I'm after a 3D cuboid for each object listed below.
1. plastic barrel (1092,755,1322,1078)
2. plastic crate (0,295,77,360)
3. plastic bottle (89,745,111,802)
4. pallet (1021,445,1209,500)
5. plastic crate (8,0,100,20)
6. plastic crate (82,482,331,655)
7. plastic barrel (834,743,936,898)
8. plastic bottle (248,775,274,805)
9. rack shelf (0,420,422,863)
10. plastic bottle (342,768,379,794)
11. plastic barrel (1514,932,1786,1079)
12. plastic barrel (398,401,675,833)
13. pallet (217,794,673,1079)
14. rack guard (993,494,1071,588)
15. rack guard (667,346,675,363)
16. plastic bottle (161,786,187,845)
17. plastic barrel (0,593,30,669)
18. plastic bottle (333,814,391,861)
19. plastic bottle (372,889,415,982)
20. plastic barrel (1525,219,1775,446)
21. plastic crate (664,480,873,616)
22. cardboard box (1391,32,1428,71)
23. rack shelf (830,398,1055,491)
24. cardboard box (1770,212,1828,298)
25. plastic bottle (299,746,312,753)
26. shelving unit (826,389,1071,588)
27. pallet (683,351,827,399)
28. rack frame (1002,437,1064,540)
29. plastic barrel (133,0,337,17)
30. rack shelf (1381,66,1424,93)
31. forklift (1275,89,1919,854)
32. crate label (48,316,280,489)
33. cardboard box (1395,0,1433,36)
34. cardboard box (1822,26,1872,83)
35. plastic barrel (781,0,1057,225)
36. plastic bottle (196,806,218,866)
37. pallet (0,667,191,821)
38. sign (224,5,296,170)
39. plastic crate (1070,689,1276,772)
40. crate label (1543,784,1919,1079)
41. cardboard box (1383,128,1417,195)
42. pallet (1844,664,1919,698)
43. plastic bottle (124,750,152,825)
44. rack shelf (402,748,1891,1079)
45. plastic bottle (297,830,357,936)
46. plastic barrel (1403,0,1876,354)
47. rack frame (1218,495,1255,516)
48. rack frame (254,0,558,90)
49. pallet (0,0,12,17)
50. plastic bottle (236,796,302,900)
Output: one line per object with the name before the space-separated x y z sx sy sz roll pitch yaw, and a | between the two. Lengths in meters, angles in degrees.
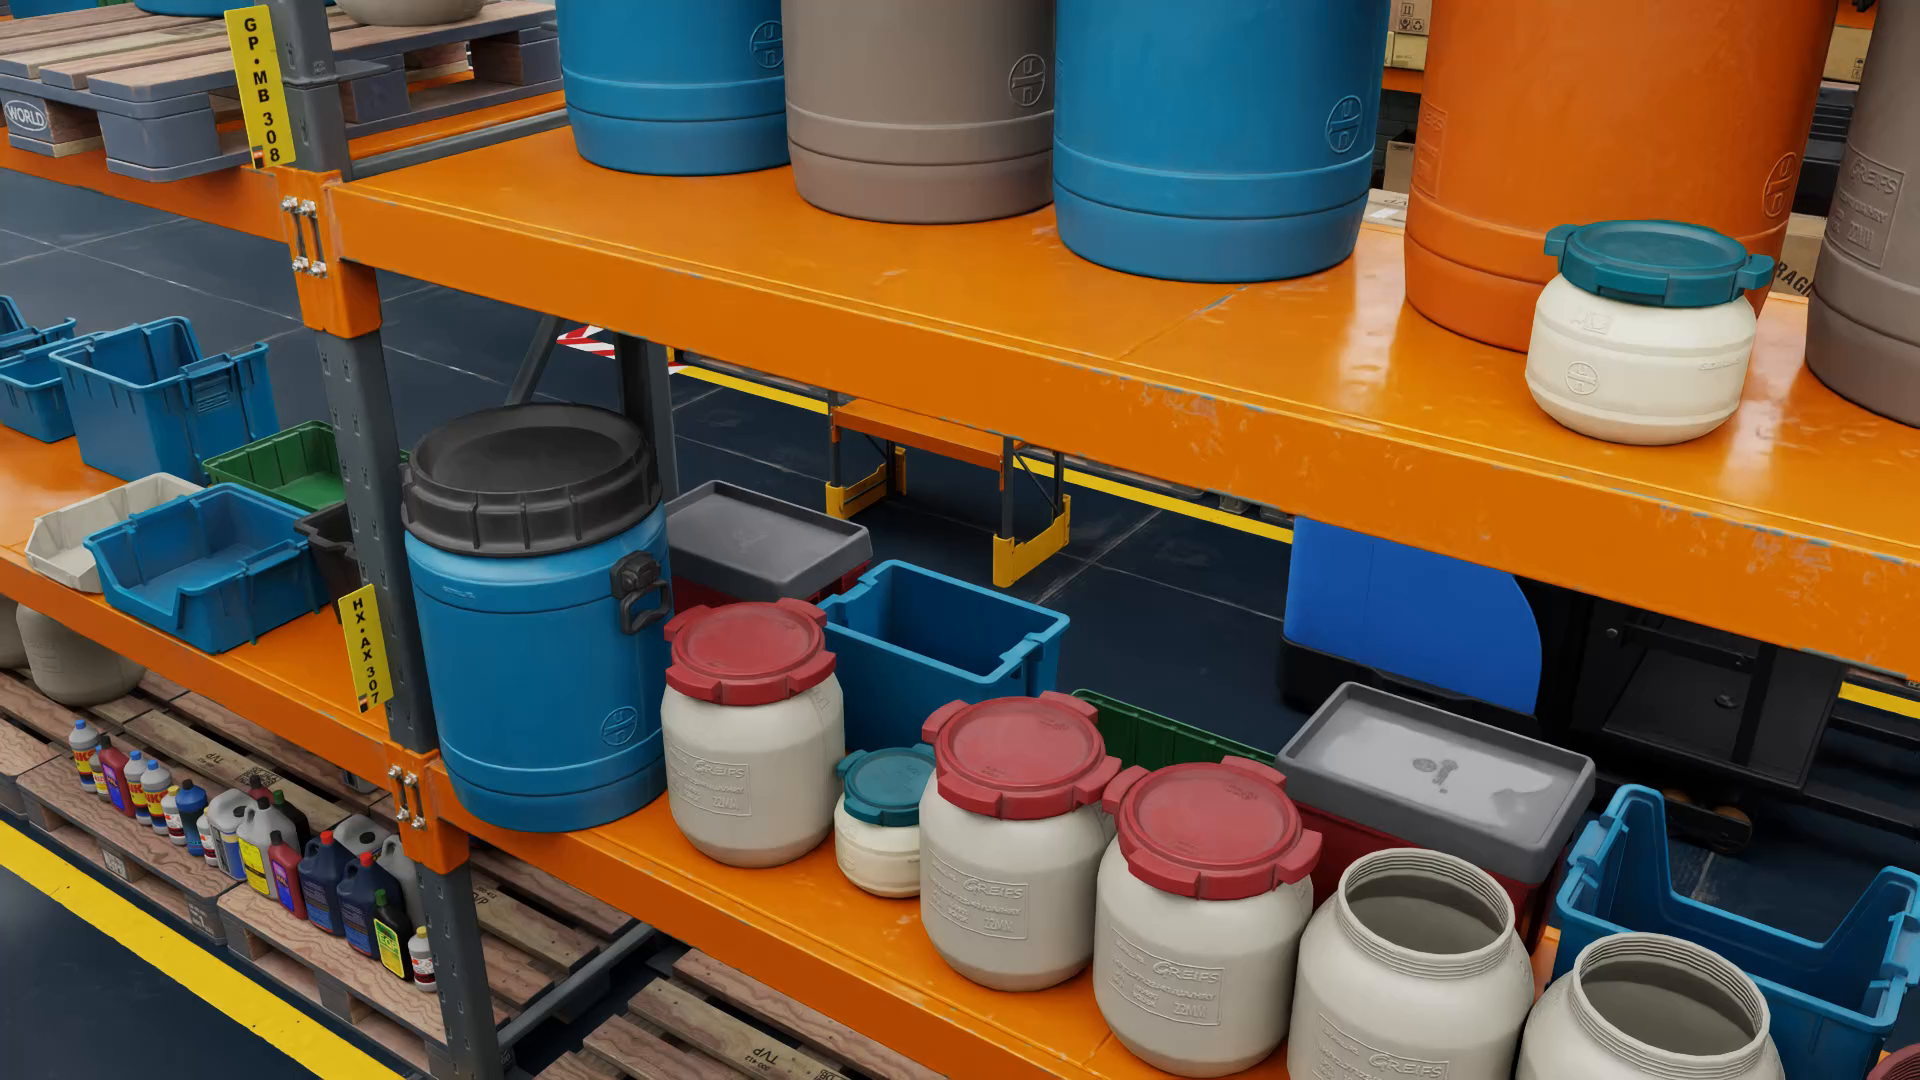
plastic barrel | 0.481 0.757 3.305 0.433 0.535 0.433 0 27 0
plastic crate | -3.860 -0.754 6.588 0.616 0.251 0.499 17 32 30
plastic bottle | -3.039 0.823 5.926 0.097 0.201 0.097 0 27 0
pallet | 1.030 -0.638 9.270 1.213 0.211 1.003 17 32 30
plastic crate | -2.700 -1.789 5.169 0.575 0.384 0.392 17 32 30
plastic crate | -2.211 0.074 4.961 0.616 0.251 0.499 17 32 30
plastic barrel | -0.141 0.649 3.819 0.301 0.262 0.301 0 27 0
plastic bottle | -2.336 0.932 5.621 0.133 0.283 0.061 17 32 30
rack shelf | -2.794 -0.003 5.741 4.000 0.370 1.077 17 32 30
plastic bottle | -2.145 0.750 5.987 0.135 0.276 0.152 17 32 30
plastic barrel | 1.183 0.983 2.887 0.421 0.512 0.421 0 27 0
plastic barrel | -0.998 0.179 4.037 0.708 0.901 0.600 17 32 30
pallet | -1.675 1.245 5.571 1.213 0.211 1.003 17 32 30
rack guard | 0.348 -0.003 7.980 0.087 0.250 0.587 17 32 30
rack guard | -1.655 -1.580 10.803 0.348 0.500 1.175 17 32 30
plastic bottle | -2.678 0.936 5.705 0.097 0.201 0.097 0 27 0
plastic barrel | -3.857 0.225 6.780 0.421 0.512 0.421 0 27 0
plastic bottle | -1.934 1.039 5.418 0.135 0.276 0.152 17 32 30
plastic bottle | -1.729 1.205 5.085 0.133 0.283 0.061 19 33 33
plastic barrel | 0.971 -0.297 2.372 0.301 0.262 0.301 0 27 0
plastic crate | -0.573 0.172 4.535 0.583 0.464 0.402 17 32 30
cardboard box | 3.496 -3.595 12.150 0.500 0.250 0.500 17 32 31
rack shelf | -0.070 -0.530 8.034 1.000 0.185 0.538 17 32 30
cardboard box | 3.567 -1.103 6.999 0.500 0.500 0.500 15 31 28
plastic bottle | -2.429 0.684 6.199 0.097 0.201 0.097 0 27 0
shelving unit | -0.063 -0.688 7.948 1.083 1.500 0.587 17 32 30
pallet | -0.981 -1.264 10.501 1.213 0.211 1.003 17 32 30
rack frame | 0.349 -0.560 7.696 0.032 1.500 0.500 17 32 30
plastic barrel | -1.905 -1.853 4.260 0.708 0.901 0.600 17 32 30
rack shelf | 2.815 -3.706 13.019 4.000 0.370 1.077 17 32 30
forklift | 2.820 -0.447 5.897 3.031 2.935 1.130 17 31 30
crate label | -2.772 -0.481 5.849 0.616 0.435 0.502 17 32 30
cardboard box | 3.484 -3.922 11.965 0.500 0.500 0.500 17 32 30
cardboard box | 5.881 -3.307 10.846 0.500 0.500 0.700 23 35 37
plastic barrel | -0.064 -1.152 3.347 0.600 0.901 0.600 0 27 0
plastic bottle | -2.508 0.988 5.601 0.097 0.201 0.097 0 27 0
pallet | -3.687 0.619 6.802 1.213 0.211 1.003 17 32 30
sign | -1.466 -0.948 3.488 0.005 0.325 0.100 17 32 30
plastic crate | 0.450 0.627 3.945 0.662 0.188 0.450 17 32 30
crate label | 1.486 0.846 3.242 0.616 0.435 0.502 17 32 30
cardboard box | 3.586 -2.847 12.808 0.500 0.500 0.500 15 30 27
pallet | 4.303 0.383 7.264 1.213 0.211 1.003 17 32 30
plastic bottle | -2.842 0.853 5.789 0.097 0.271 0.097 0 27 0
rack shelf | 0.503 1.025 3.723 4.000 0.370 1.077 17 32 30
plastic bottle | -1.997 1.068 5.280 0.185 0.351 0.144 16 31 28
plastic barrel | 1.059 -0.771 2.676 0.708 0.830 0.600 17 32 30
rack frame | 1.662 -1.661 8.206 0.127 3.000 1.000 17 32 30
rack frame | -1.145 -2.483 3.208 0.127 3.000 1.000 17 32 30
pallet | -3.816 -1.840 5.460 1.213 0.211 1.003 17 32 30
plastic bottle | -2.264 0.985 5.443 0.185 0.351 0.144 17 32 30
